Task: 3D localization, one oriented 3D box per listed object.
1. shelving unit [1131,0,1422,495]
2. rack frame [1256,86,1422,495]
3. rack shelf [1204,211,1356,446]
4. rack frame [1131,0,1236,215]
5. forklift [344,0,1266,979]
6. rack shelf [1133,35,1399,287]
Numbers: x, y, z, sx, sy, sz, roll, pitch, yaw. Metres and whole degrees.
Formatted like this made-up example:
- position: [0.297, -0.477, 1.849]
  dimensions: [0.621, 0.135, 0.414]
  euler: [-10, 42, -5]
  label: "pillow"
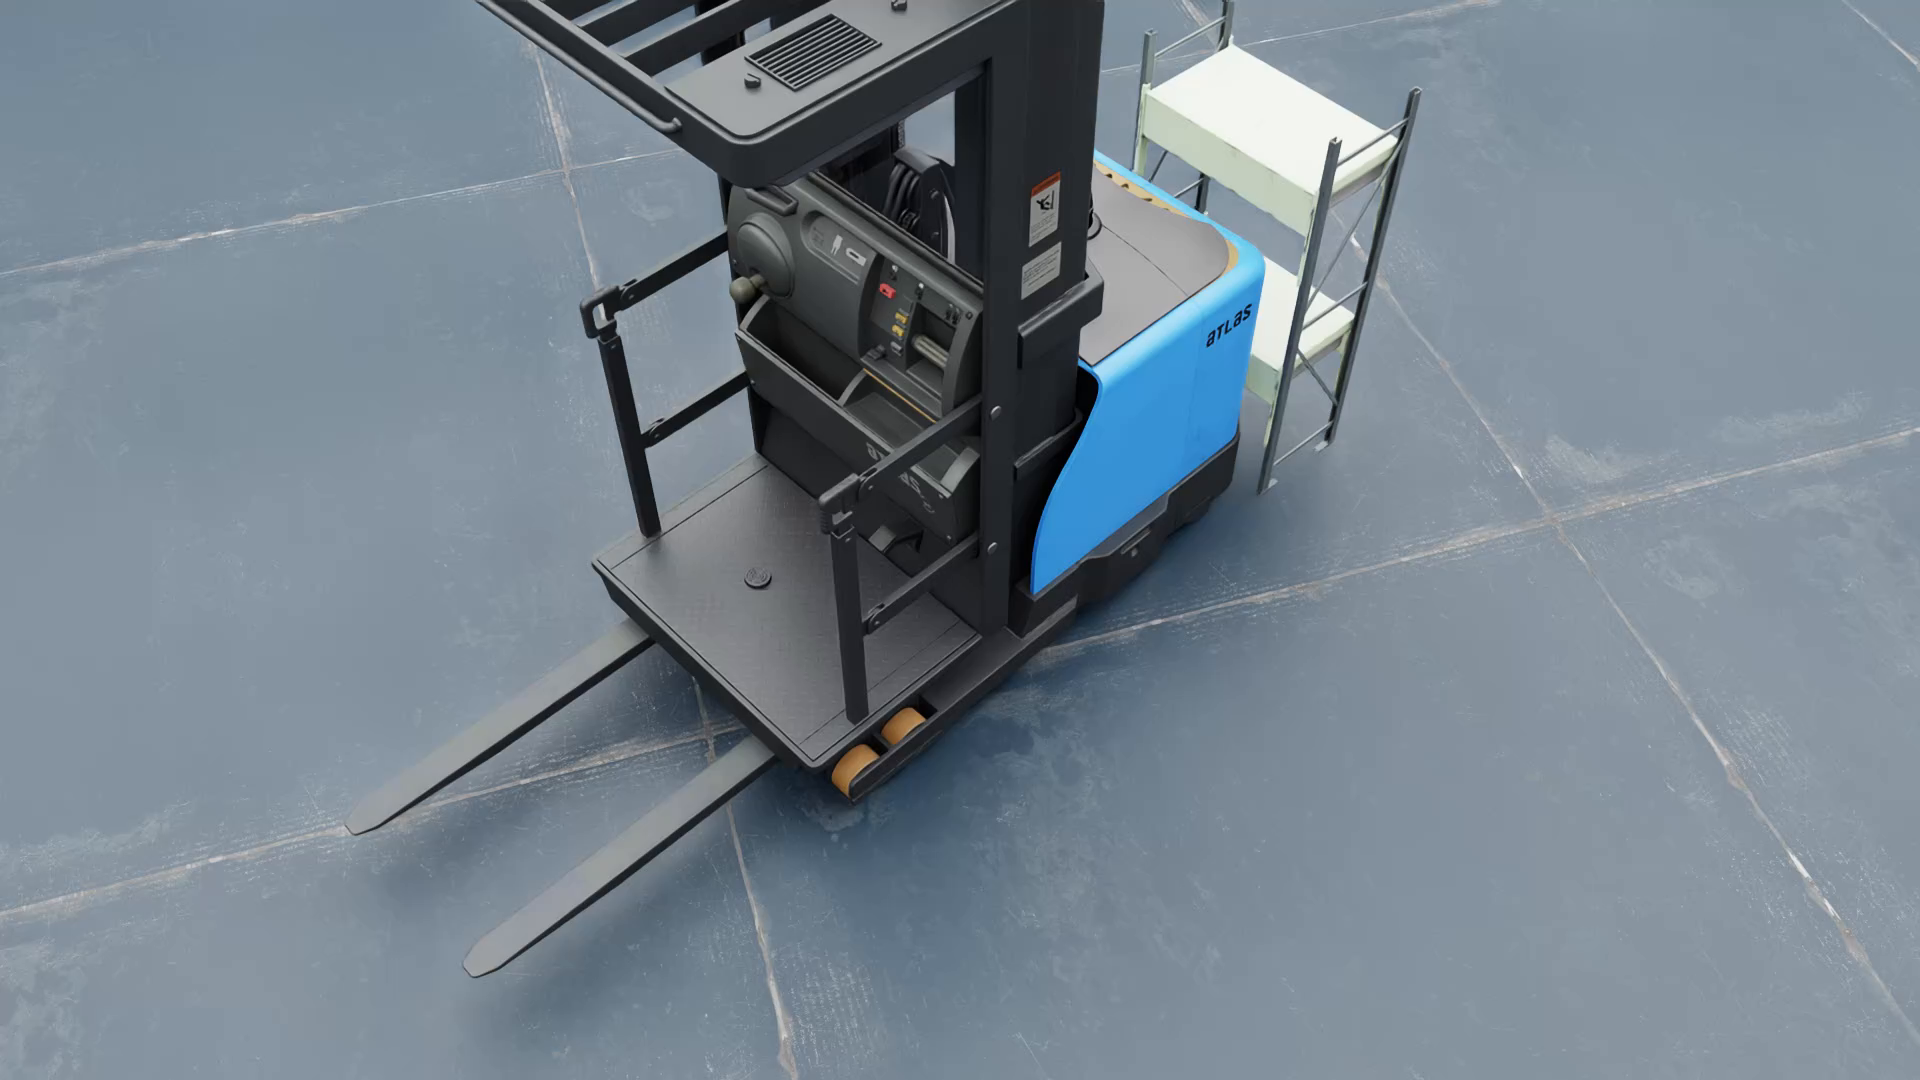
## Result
- position: [0.965, -0.960, 5.577]
  dimensions: [0.431, 1.500, 0.755]
  euler: [-34, 58, -26]
  label: "shelving unit"
- position: [1.209, -0.751, 5.401]
  dimensions: [0.400, 1.500, 0.023]
  euler: [-34, 58, -26]
  label: "rack frame"
- position: [0.964, -0.749, 5.826]
  dimensions: [0.431, 0.370, 0.720]
  euler: [-34, 58, -26]
  label: "rack shelf"
- position: [0.720, -1.168, 5.753]
  dimensions: [0.400, 1.500, 0.023]
  euler: [-34, 58, -26]
  label: "rack frame"
- position: [-0.452, -0.611, 4.348]
  dimensions: [3.031, 2.935, 1.130]
  euler: [-37, 59, -27]
  label: "forklift"
- position: [0.965, -1.212, 5.279]
  dimensions: [0.431, 0.370, 0.720]
  euler: [-34, 58, -26]
  label: "rack shelf"
